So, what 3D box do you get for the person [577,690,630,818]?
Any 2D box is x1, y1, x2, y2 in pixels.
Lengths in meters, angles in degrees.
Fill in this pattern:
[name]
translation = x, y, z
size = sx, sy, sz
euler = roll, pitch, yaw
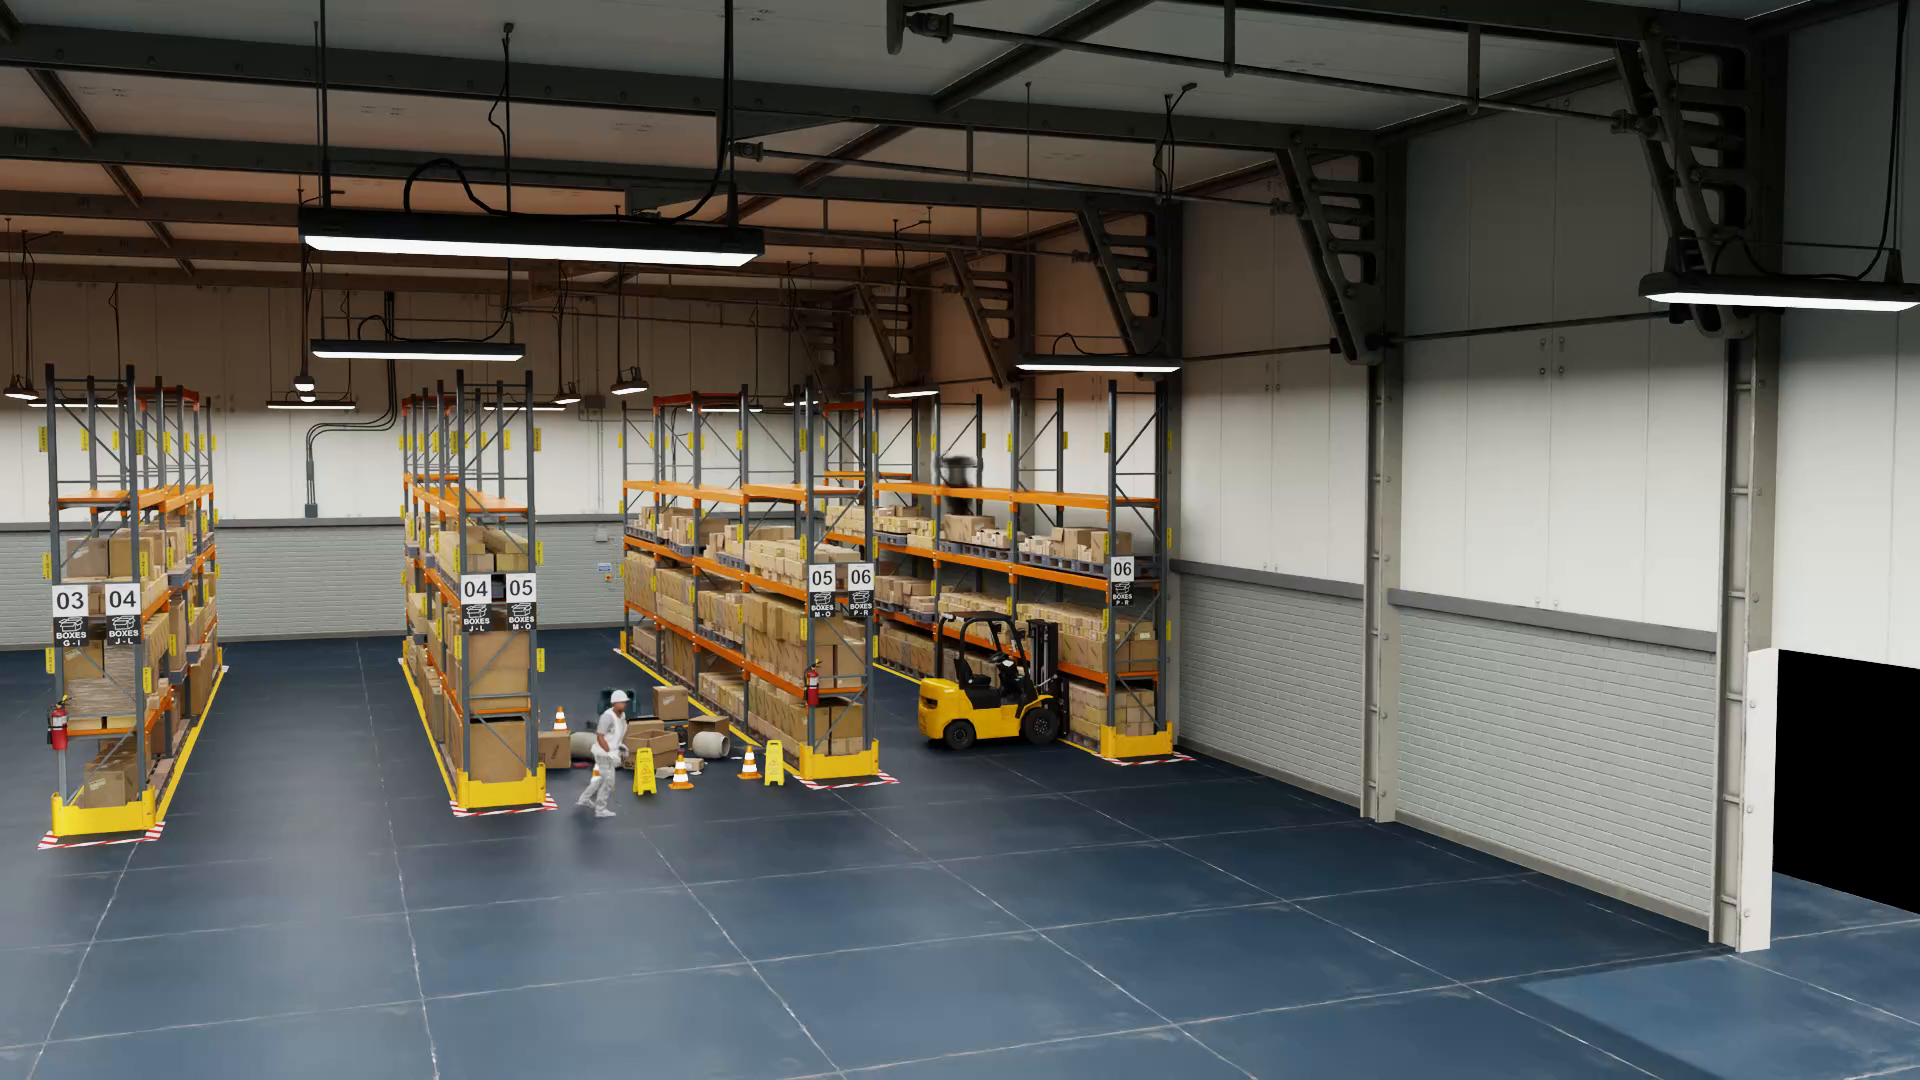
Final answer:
[person]
translation = -4.763, 2.849, 22.199
size = 0.803, 1.719, 0.672
euler = 0, 3, 6
